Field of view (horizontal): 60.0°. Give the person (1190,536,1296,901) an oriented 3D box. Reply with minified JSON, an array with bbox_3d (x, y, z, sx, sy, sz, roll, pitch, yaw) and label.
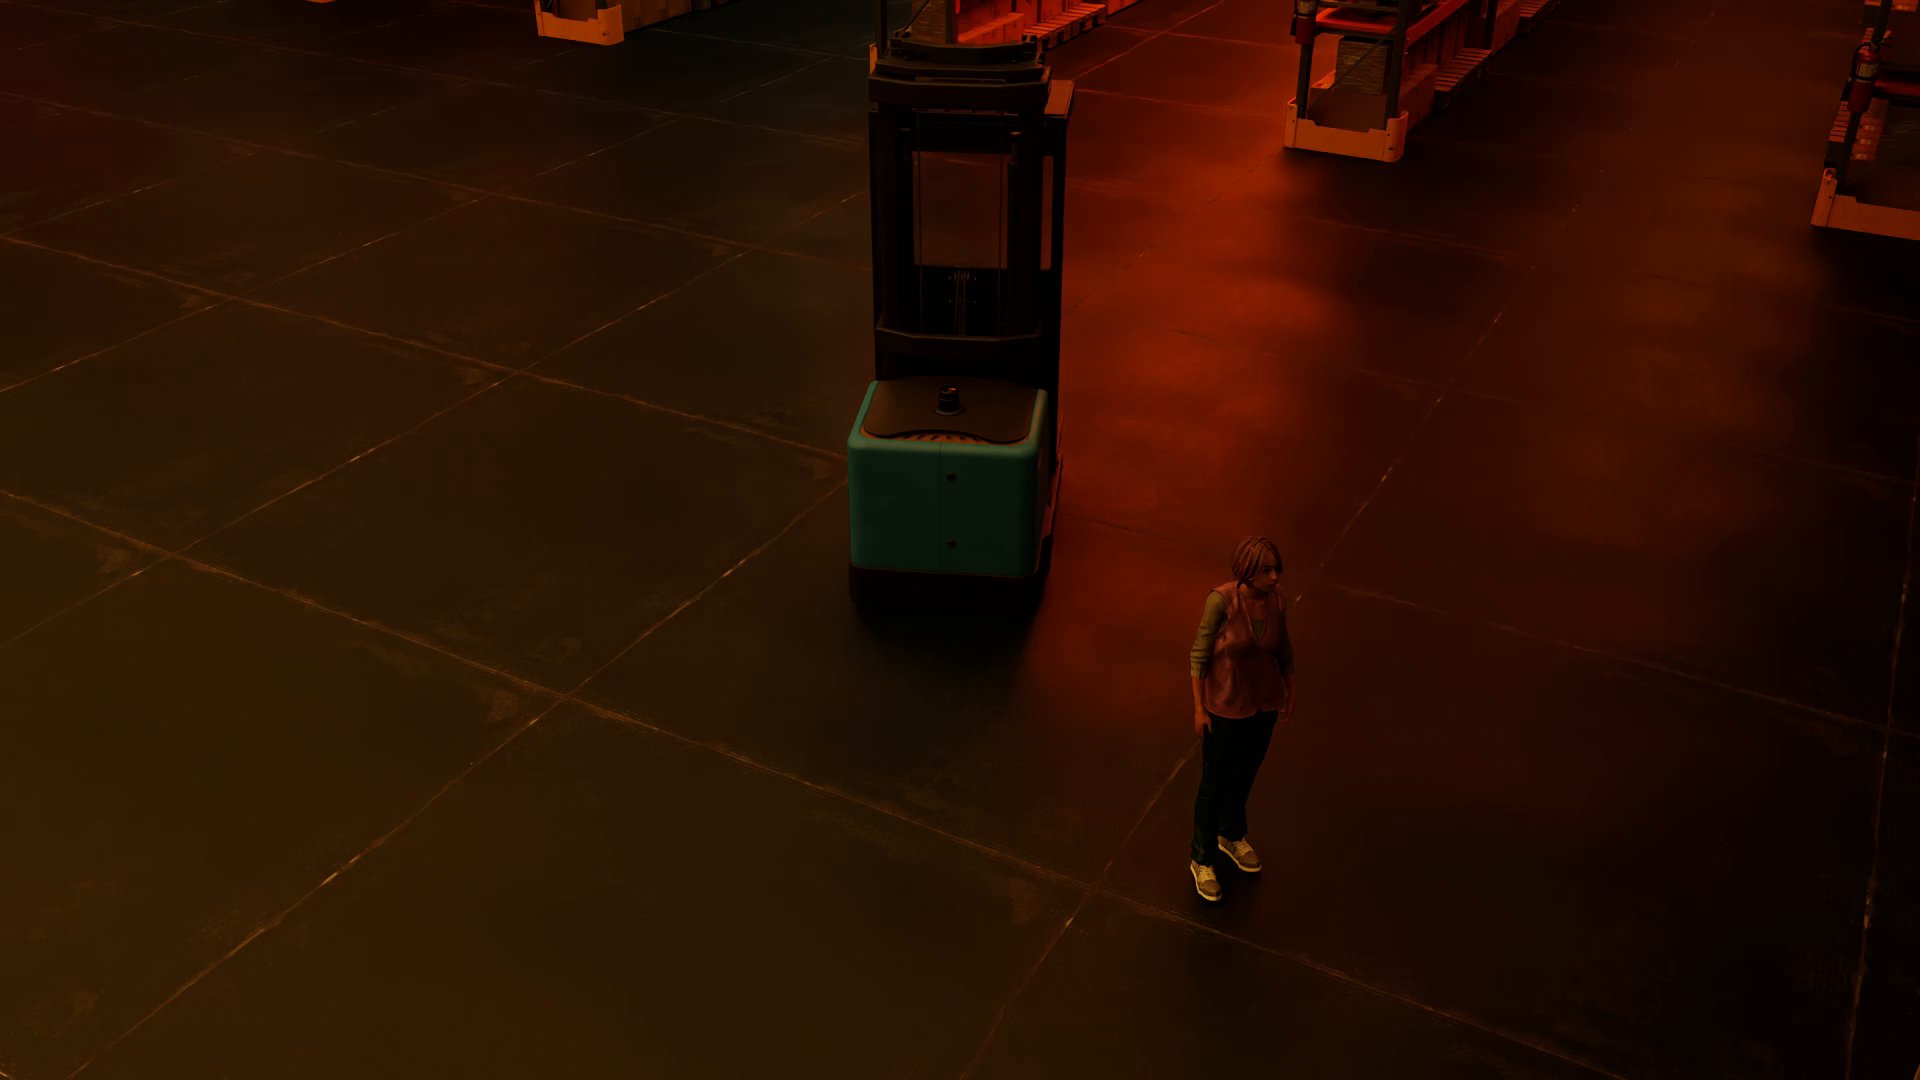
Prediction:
[{"bbox_3d":[1.230,0.746,7.097,0.520,1.597,0.475,-11,32,-19],"label":"person"}]

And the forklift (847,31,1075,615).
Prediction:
[{"bbox_3d":[0.072,-1.572,9.794,1.130,2.935,3.031,3,30,6],"label":"forklift"}]
